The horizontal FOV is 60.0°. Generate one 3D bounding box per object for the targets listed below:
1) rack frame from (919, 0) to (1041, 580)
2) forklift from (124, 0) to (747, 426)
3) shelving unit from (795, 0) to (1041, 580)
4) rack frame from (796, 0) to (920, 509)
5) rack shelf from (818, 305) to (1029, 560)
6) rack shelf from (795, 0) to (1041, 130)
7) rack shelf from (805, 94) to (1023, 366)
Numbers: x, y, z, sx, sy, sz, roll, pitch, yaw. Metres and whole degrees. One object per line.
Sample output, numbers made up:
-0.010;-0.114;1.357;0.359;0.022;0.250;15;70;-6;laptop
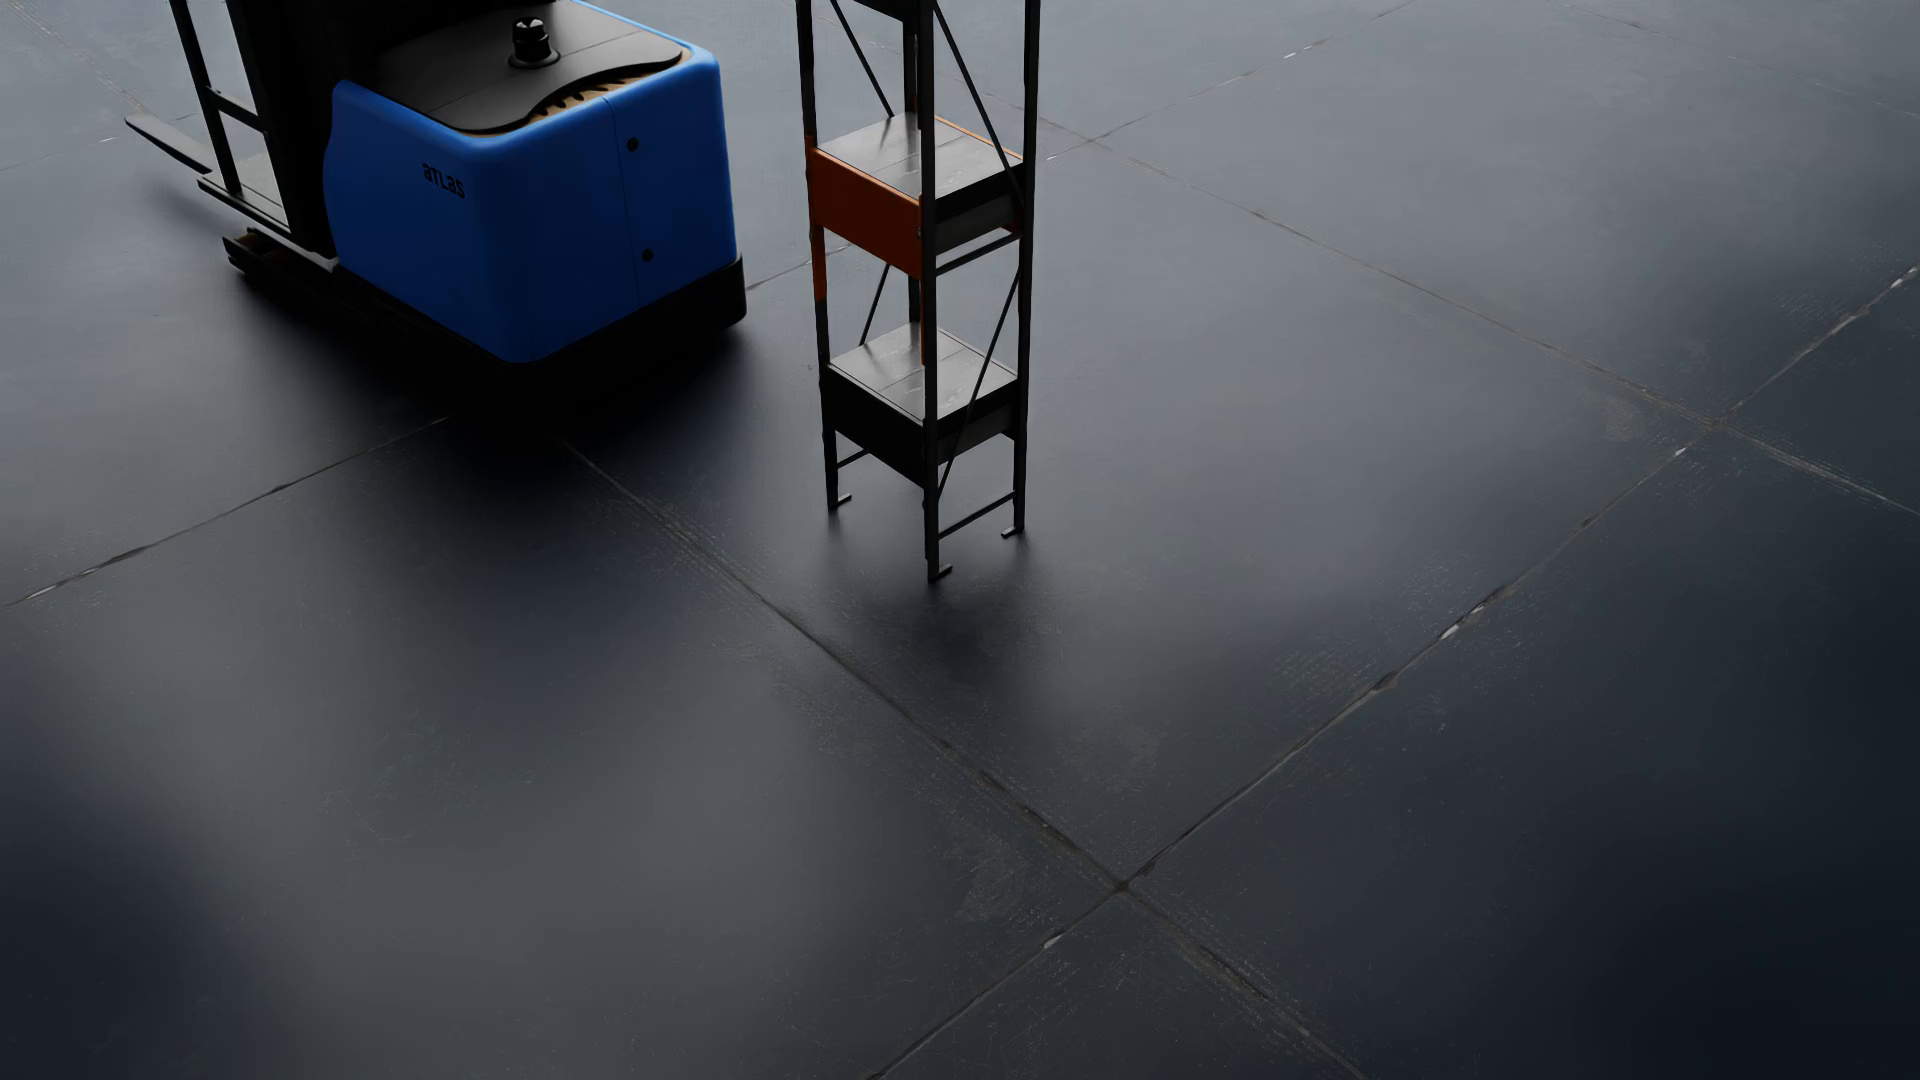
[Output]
0.053;-0.781;4.545;0.400;2.100;0.015;-30;48;-32;rack frame
-2.234;-2.316;5.784;3.031;2.935;1.130;29;47;31;forklift
-0.112;-0.893;4.685;0.431;2.100;0.503;-30;48;-32;shelving unit
-0.277;-1.006;4.825;0.400;2.100;0.015;-30;48;-32;rack frame
-0.112;-0.338;5.134;0.431;0.518;0.480;-30;48;-32;rack shelf
-0.112;-1.427;4.254;0.431;0.518;0.480;-30;48;-32;rack shelf
-0.112;-0.883;4.694;0.431;0.518;0.480;-30;48;-32;rack shelf
